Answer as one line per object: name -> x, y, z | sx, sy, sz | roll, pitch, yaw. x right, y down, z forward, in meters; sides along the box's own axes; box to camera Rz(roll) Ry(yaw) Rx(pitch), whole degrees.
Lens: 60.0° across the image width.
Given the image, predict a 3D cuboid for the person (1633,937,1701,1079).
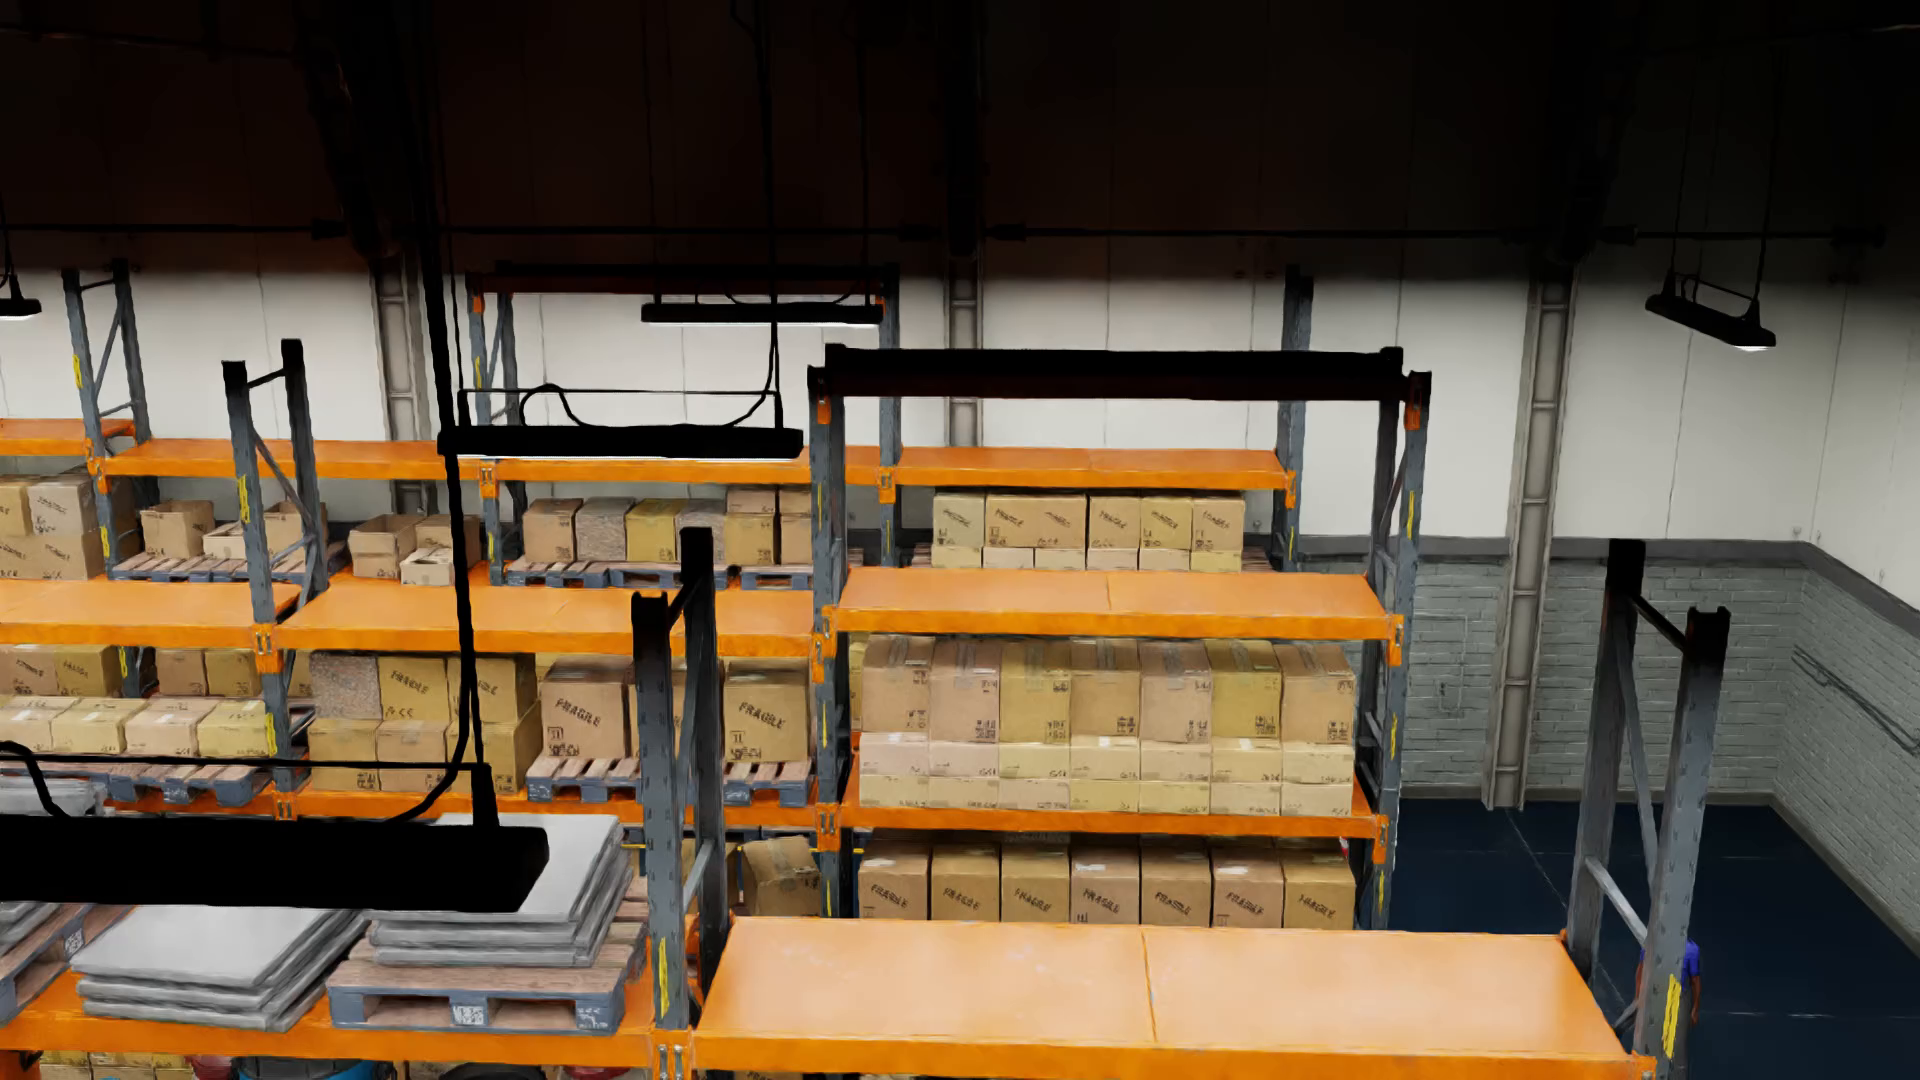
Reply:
person -> 5.590, 3.640, 13.077 | 0.697, 1.647, 0.559 | 13, 21, 38
